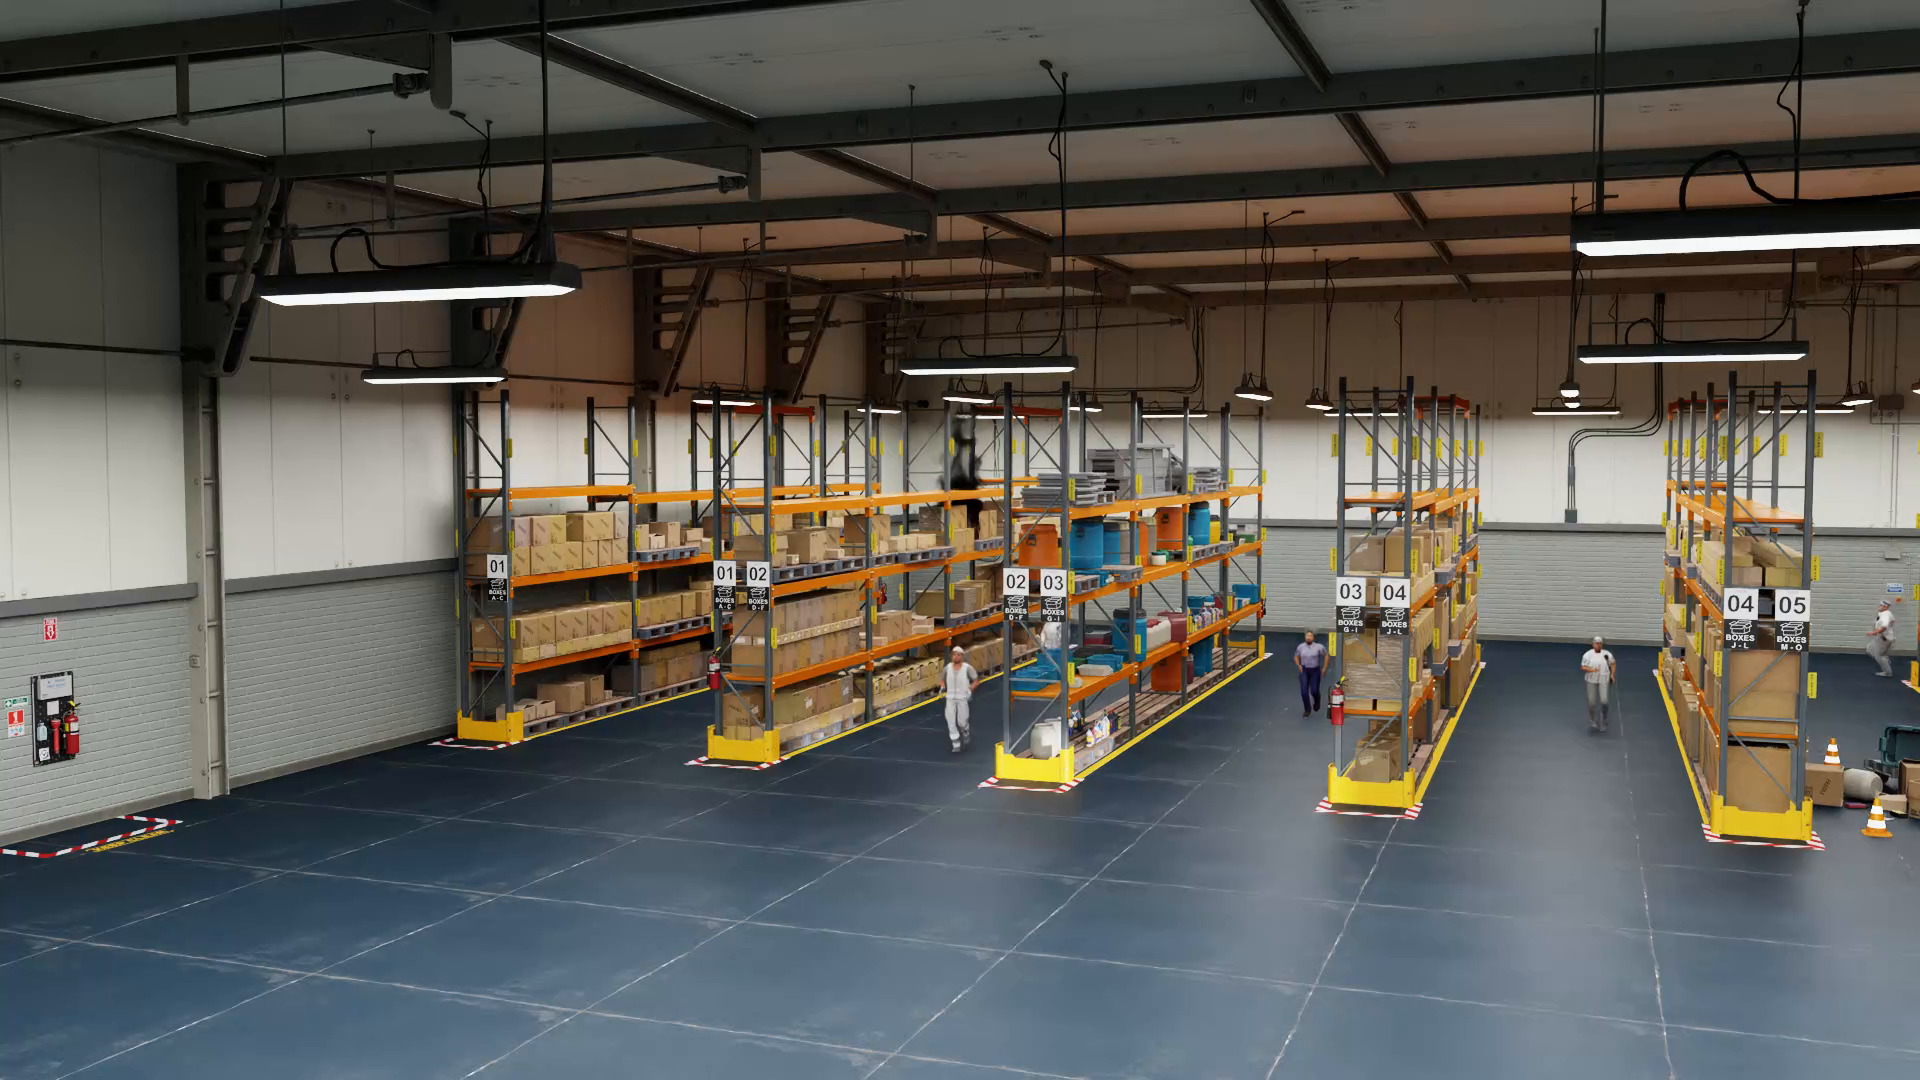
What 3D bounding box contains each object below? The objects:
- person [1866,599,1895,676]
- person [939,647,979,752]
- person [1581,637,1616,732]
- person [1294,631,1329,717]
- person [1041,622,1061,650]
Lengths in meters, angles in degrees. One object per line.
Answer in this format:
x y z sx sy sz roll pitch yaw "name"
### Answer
20.182 2.133 36.425 0.556 1.714 0.695 1 3 24 "person"
-0.040 2.623 27.382 0.652 1.738 0.615 1 3 13 "person"
11.315 2.556 29.474 0.578 1.685 0.688 1 3 21 "person"
6.559 2.500 31.099 0.640 1.595 0.571 1 3 18 "person"
1.944 2.256 34.512 0.624 1.669 0.855 1 3 16 "person"
